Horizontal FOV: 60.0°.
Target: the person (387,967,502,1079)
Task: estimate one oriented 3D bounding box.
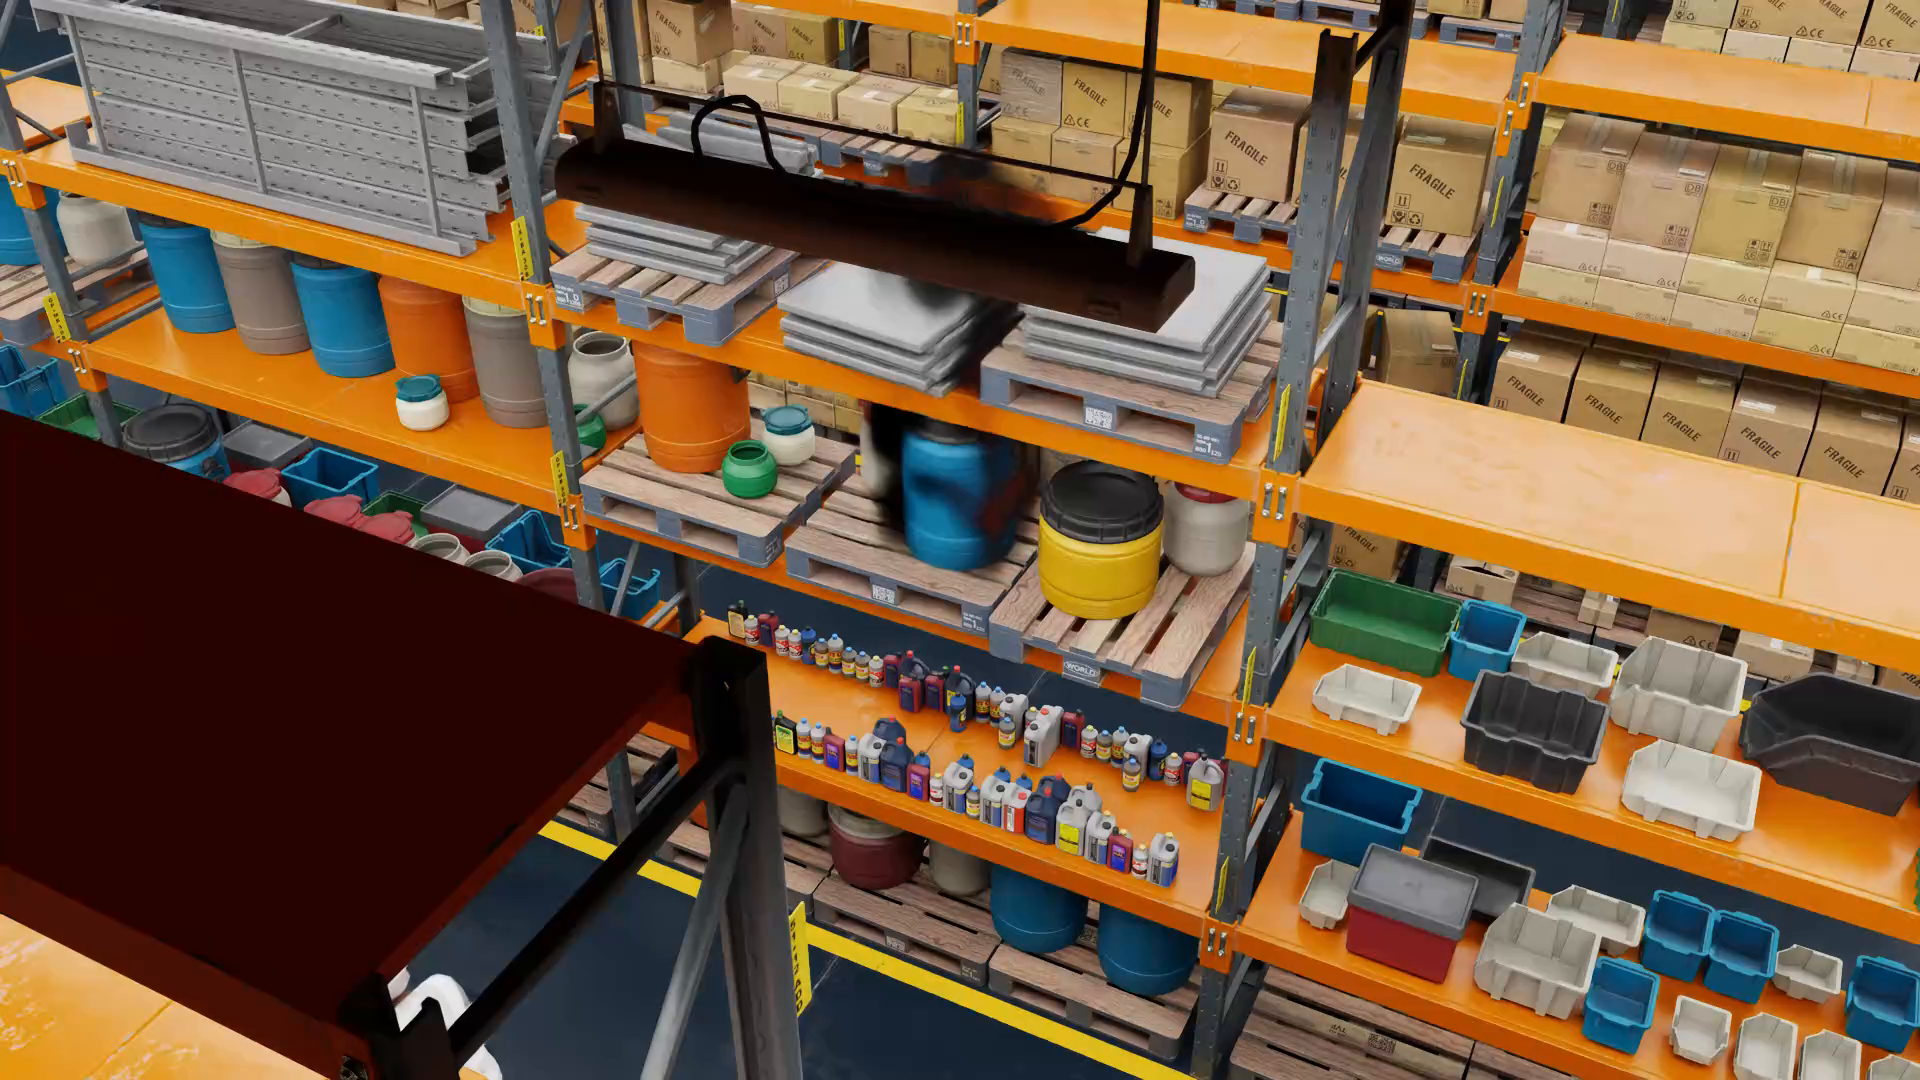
[{"bbox_3d":[-2.670,2.813,8.466,0.844,1.605,0.719,17,39,23],"label":"person"}]
